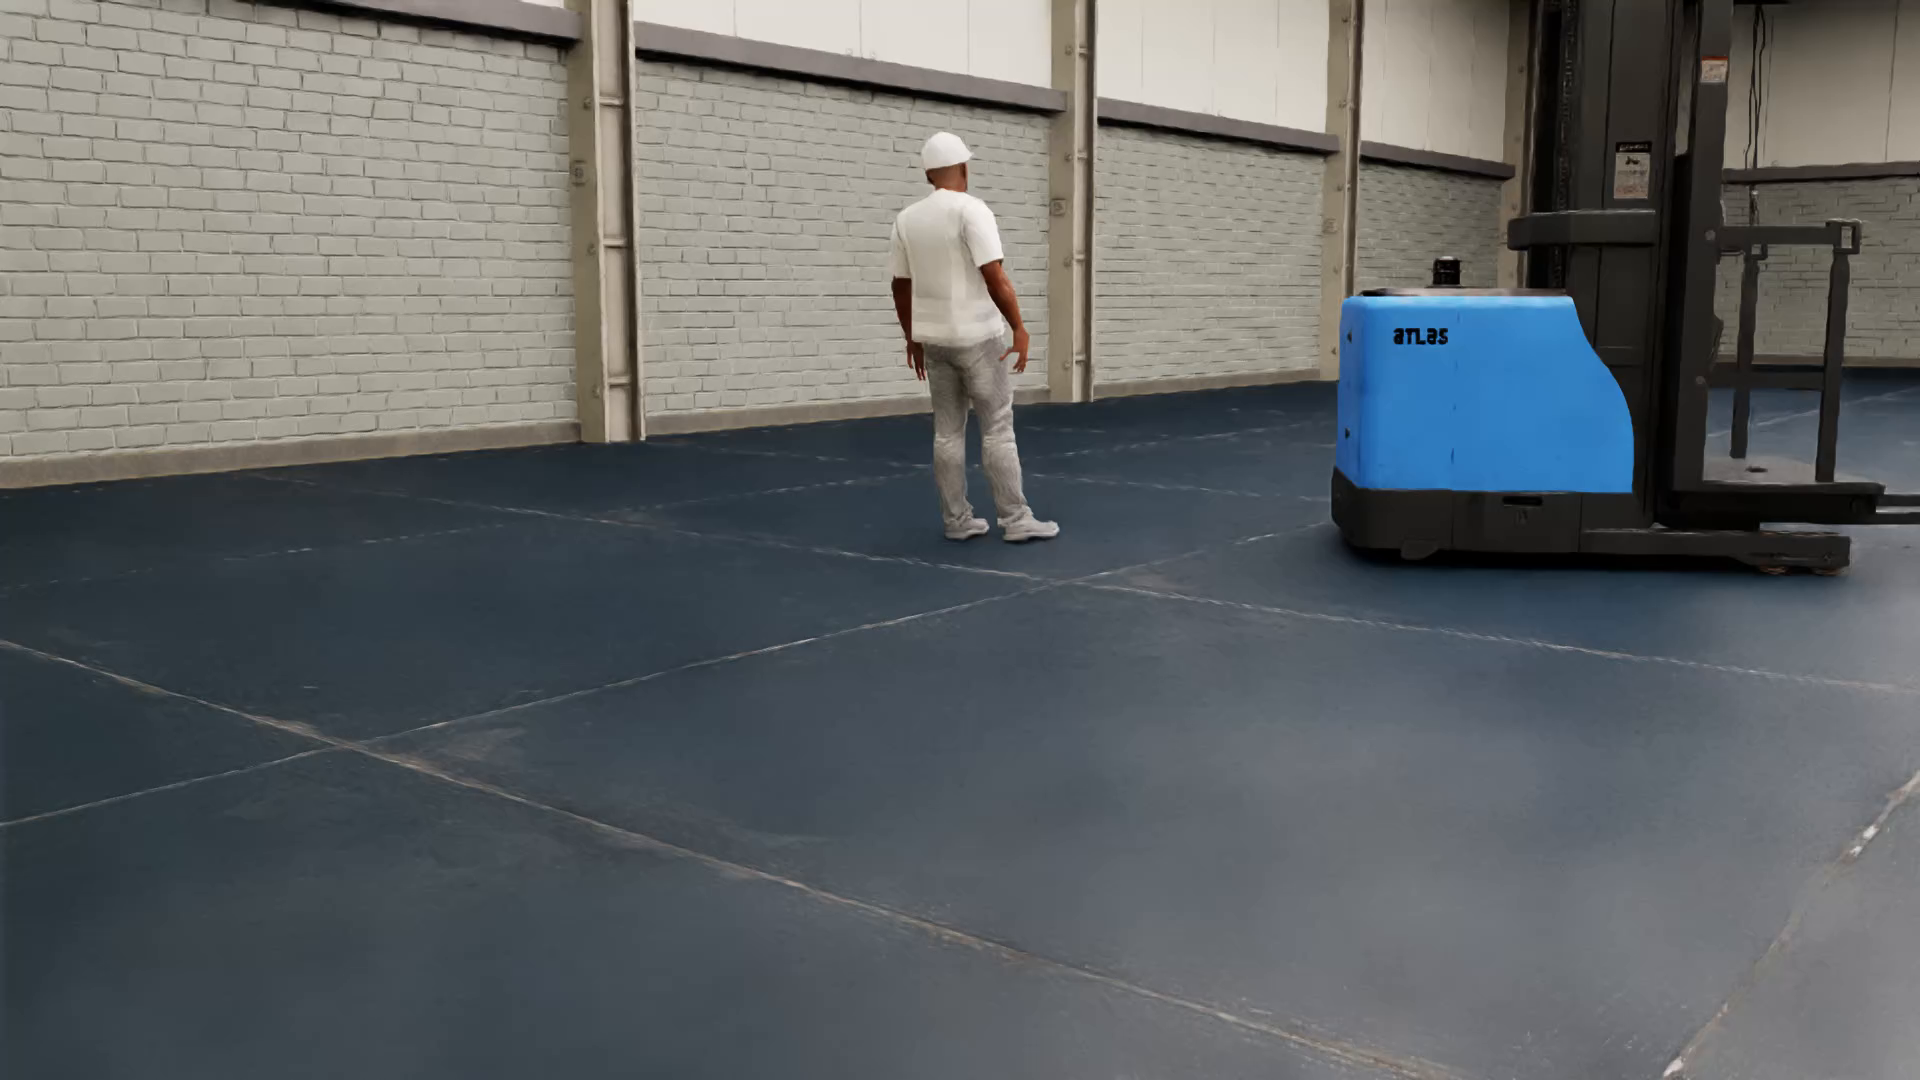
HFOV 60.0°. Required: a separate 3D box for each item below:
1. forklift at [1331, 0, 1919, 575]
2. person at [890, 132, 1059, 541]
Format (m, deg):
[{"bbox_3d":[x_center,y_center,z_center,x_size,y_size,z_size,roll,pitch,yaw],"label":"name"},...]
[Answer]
[{"bbox_3d":[3.152,-1.394,6.812,3.031,2.935,1.130,1,8,7],"label":"forklift"},{"bbox_3d":[0.048,-0.888,7.326,0.665,1.766,0.576,7,11,38],"label":"person"}]
